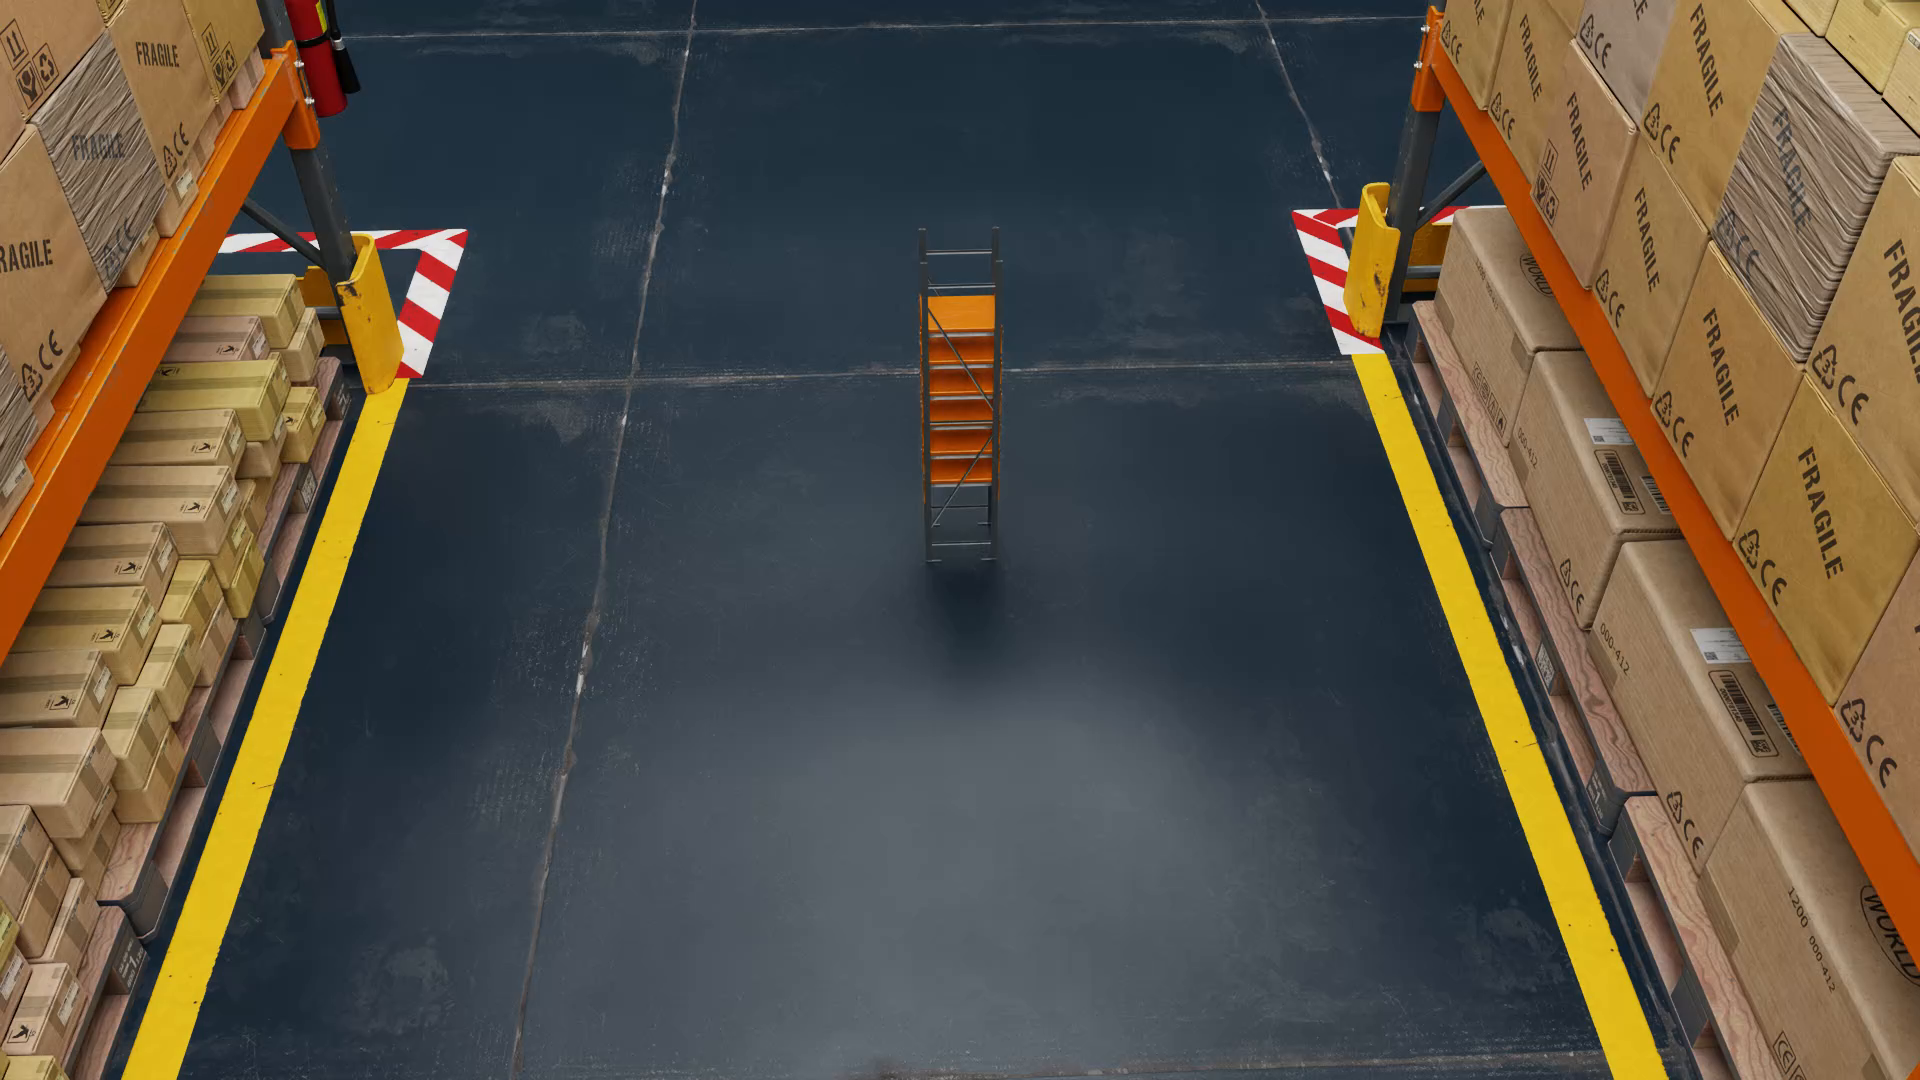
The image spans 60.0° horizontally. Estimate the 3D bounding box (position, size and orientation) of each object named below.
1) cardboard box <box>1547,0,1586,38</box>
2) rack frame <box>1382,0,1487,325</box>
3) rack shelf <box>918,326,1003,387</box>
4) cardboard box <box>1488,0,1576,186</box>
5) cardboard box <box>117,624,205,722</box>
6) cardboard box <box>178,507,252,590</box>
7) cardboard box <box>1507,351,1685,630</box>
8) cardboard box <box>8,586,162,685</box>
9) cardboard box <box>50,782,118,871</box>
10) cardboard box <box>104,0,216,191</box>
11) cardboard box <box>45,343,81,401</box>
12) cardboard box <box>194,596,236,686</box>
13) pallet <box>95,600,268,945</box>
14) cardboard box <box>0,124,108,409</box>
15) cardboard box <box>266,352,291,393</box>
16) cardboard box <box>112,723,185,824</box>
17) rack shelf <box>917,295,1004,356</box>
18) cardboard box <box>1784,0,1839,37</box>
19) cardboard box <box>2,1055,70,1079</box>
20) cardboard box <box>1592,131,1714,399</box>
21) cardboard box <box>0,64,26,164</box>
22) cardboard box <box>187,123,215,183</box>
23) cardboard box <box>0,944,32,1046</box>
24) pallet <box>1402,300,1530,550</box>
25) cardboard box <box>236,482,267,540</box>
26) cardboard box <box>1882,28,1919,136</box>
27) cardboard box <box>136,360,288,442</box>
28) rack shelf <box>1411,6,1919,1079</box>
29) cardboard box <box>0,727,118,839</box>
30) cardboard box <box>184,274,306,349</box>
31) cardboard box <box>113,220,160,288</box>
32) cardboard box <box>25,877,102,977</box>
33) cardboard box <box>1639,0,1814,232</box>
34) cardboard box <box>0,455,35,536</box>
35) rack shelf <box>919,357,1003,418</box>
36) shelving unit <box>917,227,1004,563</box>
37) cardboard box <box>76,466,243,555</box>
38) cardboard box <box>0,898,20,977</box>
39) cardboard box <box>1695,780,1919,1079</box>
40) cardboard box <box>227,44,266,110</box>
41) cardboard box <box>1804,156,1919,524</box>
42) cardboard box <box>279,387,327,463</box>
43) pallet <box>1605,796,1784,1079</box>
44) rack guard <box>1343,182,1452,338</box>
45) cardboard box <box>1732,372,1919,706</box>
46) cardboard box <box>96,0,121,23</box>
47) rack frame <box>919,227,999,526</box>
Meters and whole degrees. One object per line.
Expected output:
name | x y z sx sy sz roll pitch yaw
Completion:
cardboard box | 1.928 -1.750 4.625 0.500 0.500 0.500 -3 43 -3
rack frame | 2.163 -2.025 5.740 1.000 3.000 0.127 -2 43 -2
rack shelf | 0.001 -0.577 5.202 0.258 0.103 0.180 -2 43 -2
cardboard box | 1.946 -1.389 4.972 0.500 0.500 0.500 -2 43 -2
cardboard box | -2.380 0.378 4.696 0.380 0.149 0.250 -1 43 -1
cardboard box | -2.412 0.020 5.088 0.380 0.149 0.250 -1 43 -1
cardboard box | 2.339 -0.175 5.307 0.875 0.438 0.875 -1 43 -1
cardboard box | -2.457 0.268 4.597 0.380 0.149 0.250 -1 43 -2
cardboard box | -2.447 0.718 4.326 0.380 0.149 0.250 0 43 0
cardboard box | -2.485 -1.318 4.674 0.500 0.500 0.500 -2 43 -2
cardboard box | -2.487 -0.460 4.217 0.380 0.149 0.250 -1 43 -1
cardboard box | -2.421 0.304 4.998 0.380 0.149 0.250 -1 43 -1
pallet | -2.727 0.635 4.901 1.003 0.211 1.213 -2 43 -2
cardboard box | -2.443 -0.639 3.933 0.500 0.500 0.500 0 43 0
cardboard box | -2.513 -0.502 5.657 0.380 0.149 0.250 -3 43 -3
cardboard box | -2.398 0.652 4.618 0.380 0.149 0.250 -3 43 -3
rack shelf | 0.001 -0.665 5.121 0.258 0.103 0.180 -2 43 -2
cardboard box | 1.986 -1.199 3.544 0.380 0.149 0.250 -2 43 -2
cardboard box | -2.314 1.347 3.860 0.380 0.149 0.250 0 43 -1
cardboard box | 1.988 -0.708 4.228 0.500 0.500 0.500 0 43 0
cardboard box | -2.432 -0.978 3.563 0.500 0.500 0.500 -3 43 -3
cardboard box | -2.483 -1.173 4.995 0.380 0.149 0.250 -2 43 -2
cardboard box | -2.451 1.086 3.924 0.380 0.149 0.250 -2 43 -2
pallet | 2.275 -0.460 6.095 1.003 0.211 1.213 -2 43 -2
cardboard box | -2.486 -0.052 5.385 0.380 0.149 0.250 -1 43 -1
cardboard box | 2.023 -0.856 3.170 0.380 0.149 0.250 -2 43 -2
cardboard box | -2.411 -0.446 5.375 0.380 0.149 0.250 -3 43 -3
rack shelf | 2.248 -0.410 4.510 1.077 0.370 4.000 -2 43 -2
cardboard box | -2.391 0.617 4.216 0.380 0.149 0.250 -1 43 -1
cardboard box | -2.502 -0.788 5.749 0.380 0.149 0.250 -1 43 -1
cardboard box | -2.467 -0.822 4.613 0.380 0.149 0.250 -3 43 -4
cardboard box | -2.437 1.011 4.227 0.380 0.149 0.250 -2 43 -3
cardboard box | 1.980 -1.066 3.879 0.500 0.500 0.500 -1 43 -2
cardboard box | -2.398 -0.110 3.836 0.380 0.149 0.250 0 43 0
rack shelf | 0.001 -0.488 5.283 0.258 0.103 0.180 -2 43 -2
shelving unit | 0.001 -0.433 5.334 0.258 1.200 0.189 -2 43 -2
cardboard box | -2.396 -0.089 4.986 0.380 0.149 0.250 0 43 0
cardboard box | -2.428 0.967 3.834 0.380 0.149 0.250 -2 43 -2
cardboard box | 2.414 1.038 3.983 0.875 0.438 0.875 -2 43 -2
cardboard box | -2.482 -1.510 5.364 0.380 0.149 0.250 -2 43 -2
cardboard box | 2.024 -0.384 3.135 0.500 0.500 0.500 -2 43 -2
cardboard box | -2.435 -0.399 5.764 0.380 0.149 0.250 0 43 0
pallet | 2.379 1.187 4.298 1.003 0.211 1.213 -2 43 -2
rack guard | 2.162 -1.120 6.602 1.175 0.500 0.348 -2 43 -2
cardboard box | 2.031 -0.015 3.472 0.500 0.500 0.500 -3 43 -3
cardboard box | -2.489 -1.686 4.336 0.500 0.500 0.500 -3 43 -3
rack frame | -0.003 -0.494 5.401 0.240 1.200 0.006 -2 43 -2
